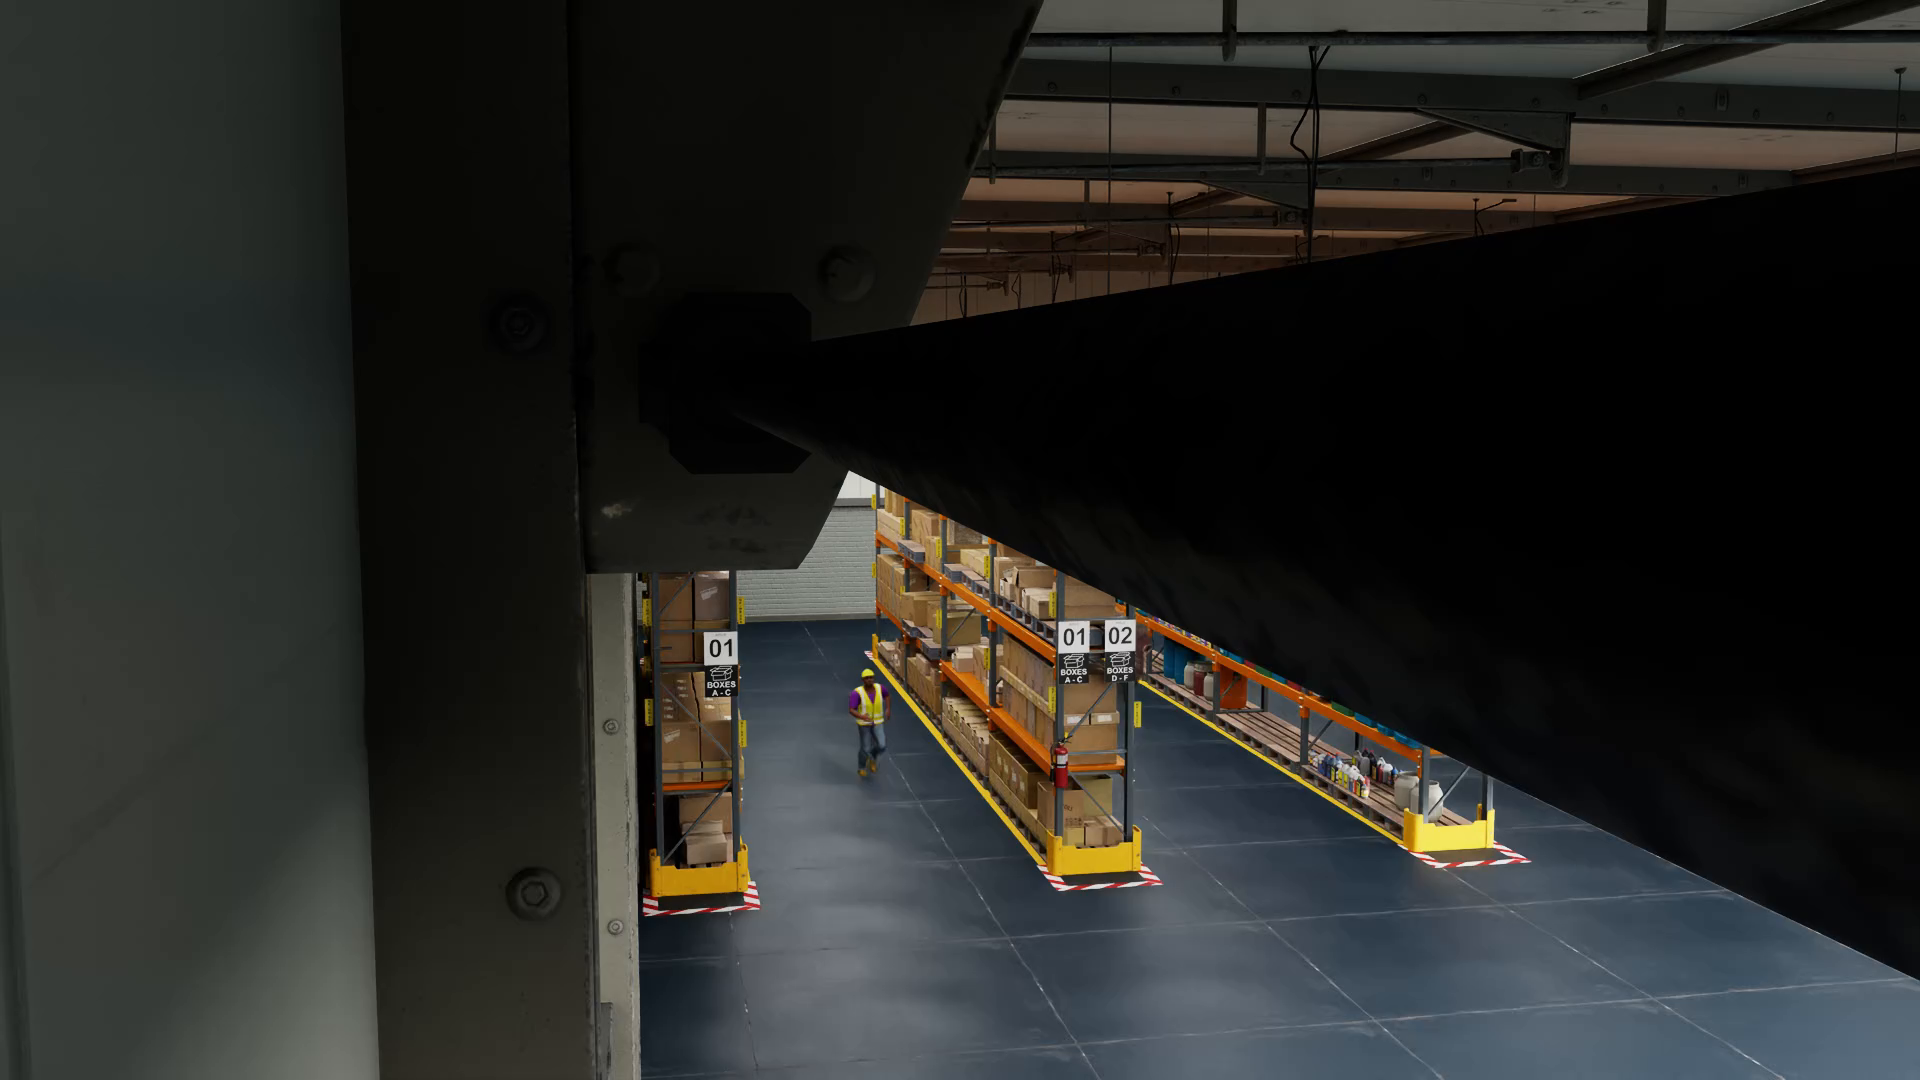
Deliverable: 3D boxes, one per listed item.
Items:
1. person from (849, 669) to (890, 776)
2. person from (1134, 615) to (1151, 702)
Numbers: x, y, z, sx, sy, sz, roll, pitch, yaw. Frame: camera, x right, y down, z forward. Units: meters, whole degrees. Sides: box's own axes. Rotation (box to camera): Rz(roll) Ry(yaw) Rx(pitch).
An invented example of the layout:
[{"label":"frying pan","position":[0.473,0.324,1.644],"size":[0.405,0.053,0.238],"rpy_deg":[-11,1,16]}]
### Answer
[{"label":"person","position":[-1.362,2.833,25.661],"size":[0.723,1.716,0.751],"rpy_deg":[-2,6,-19]},{"label":"person","position":[3.201,2.266,30.864],"size":[0.704,1.802,1.047],"rpy_deg":[-1,6,-9]}]
